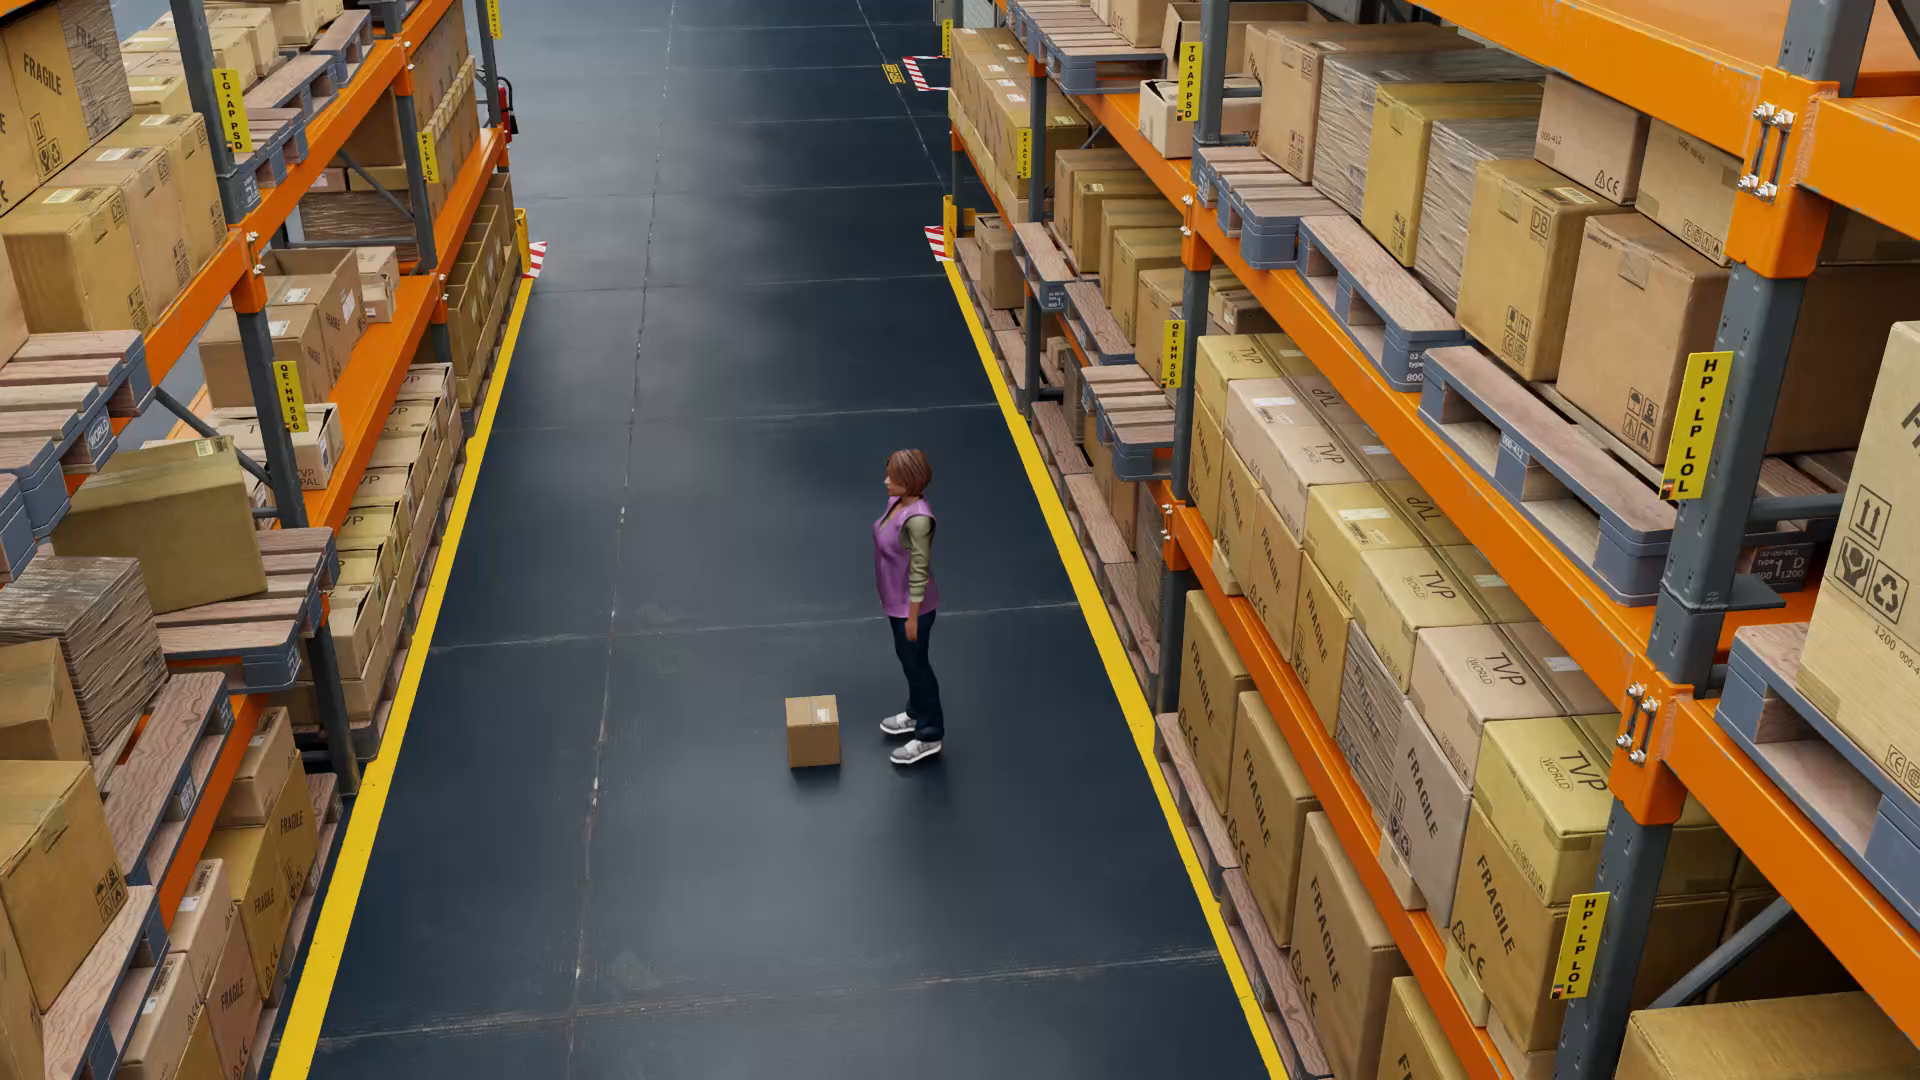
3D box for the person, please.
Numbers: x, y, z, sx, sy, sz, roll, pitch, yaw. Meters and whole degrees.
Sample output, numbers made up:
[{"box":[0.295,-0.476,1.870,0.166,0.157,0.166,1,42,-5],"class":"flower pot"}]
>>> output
[{"box":[-0.243,0.309,7.991,0.312,1.610,0.415,-6,28,-11],"class":"person"}]
